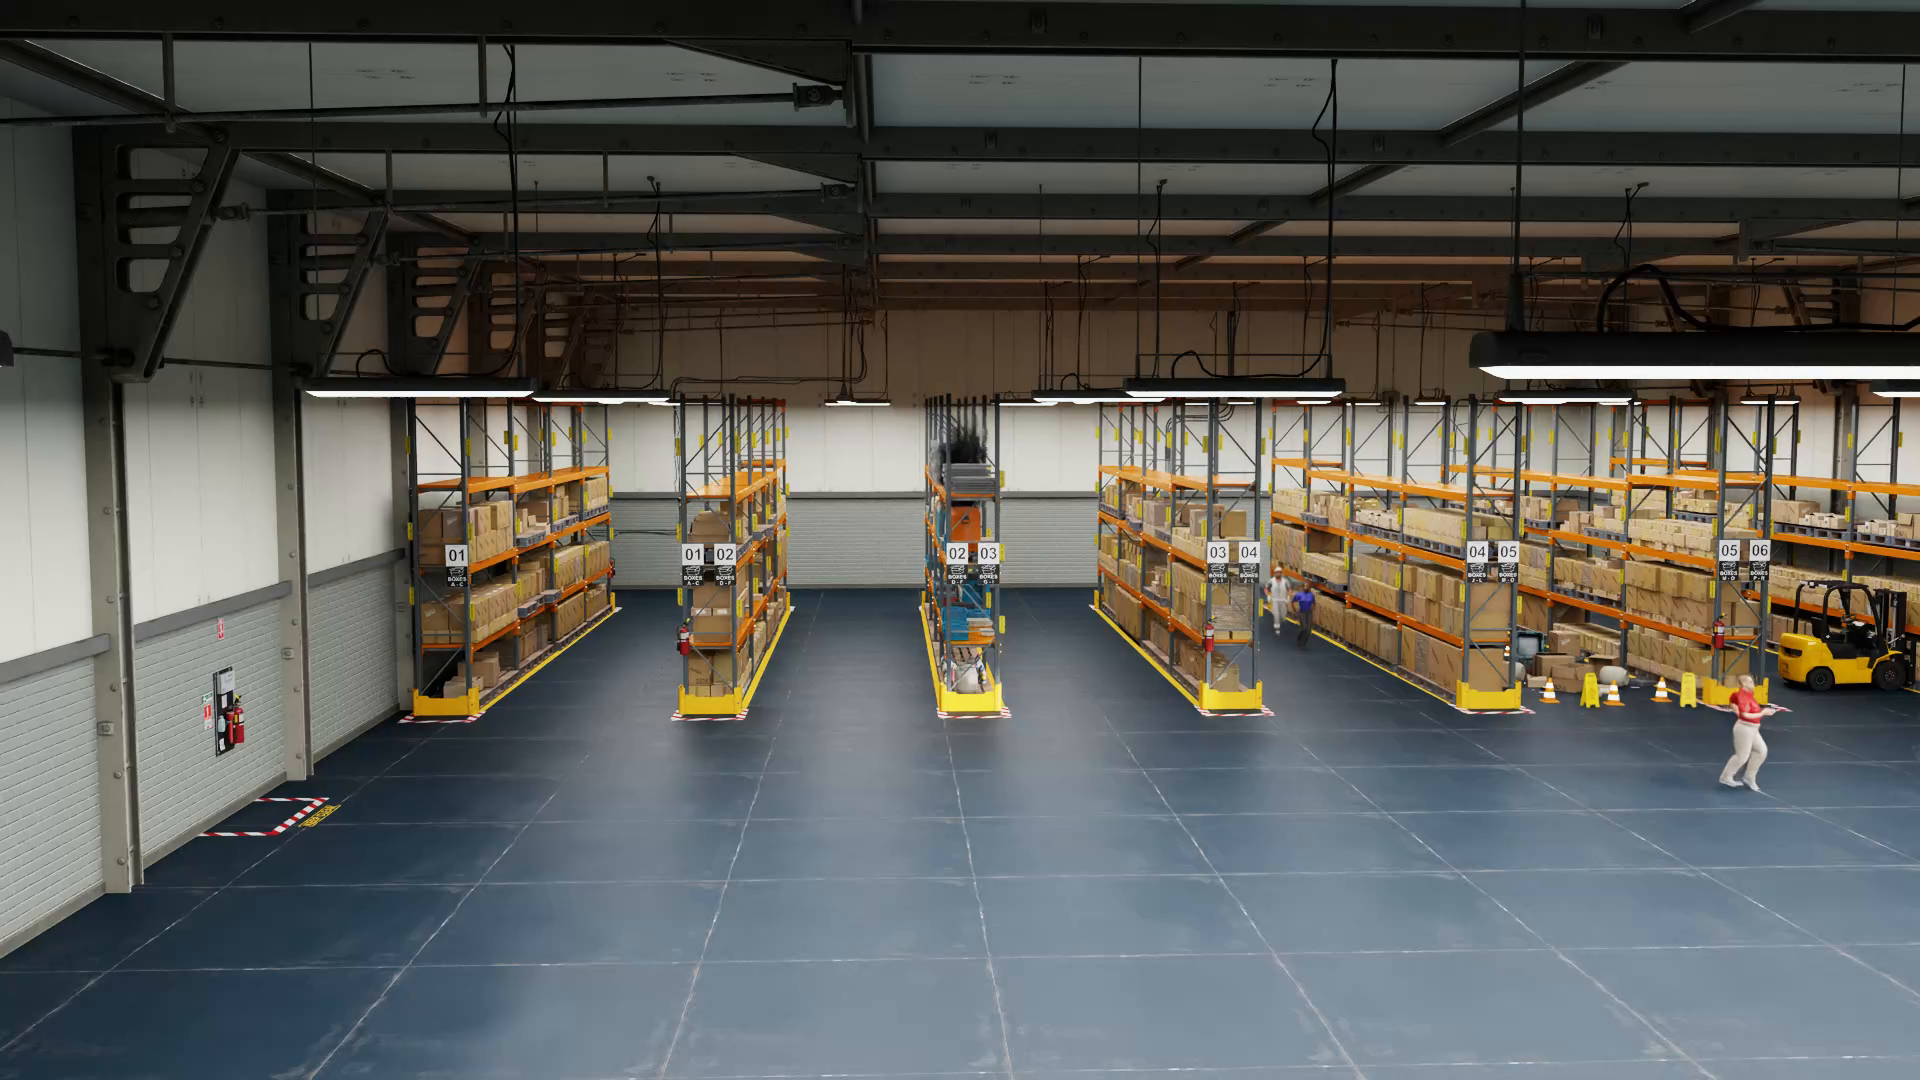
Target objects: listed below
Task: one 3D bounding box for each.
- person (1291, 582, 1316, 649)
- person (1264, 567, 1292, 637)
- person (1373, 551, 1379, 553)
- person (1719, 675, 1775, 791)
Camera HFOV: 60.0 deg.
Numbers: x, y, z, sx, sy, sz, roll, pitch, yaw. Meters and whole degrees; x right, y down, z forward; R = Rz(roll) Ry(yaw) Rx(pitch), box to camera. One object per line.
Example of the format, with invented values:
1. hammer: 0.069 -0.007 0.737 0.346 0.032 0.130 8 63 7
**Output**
1. person: 8.184 1.800 39.373 0.560 1.615 0.569 -1 5 -11
2. person: 7.990 1.546 41.821 0.698 1.747 0.724 0 5 1
3. person: 12.681 1.079 49.367 0.907 1.549 0.566 -1 5 -8
4. person: 11.803 2.909 24.922 0.726 1.786 0.640 3 5 32
